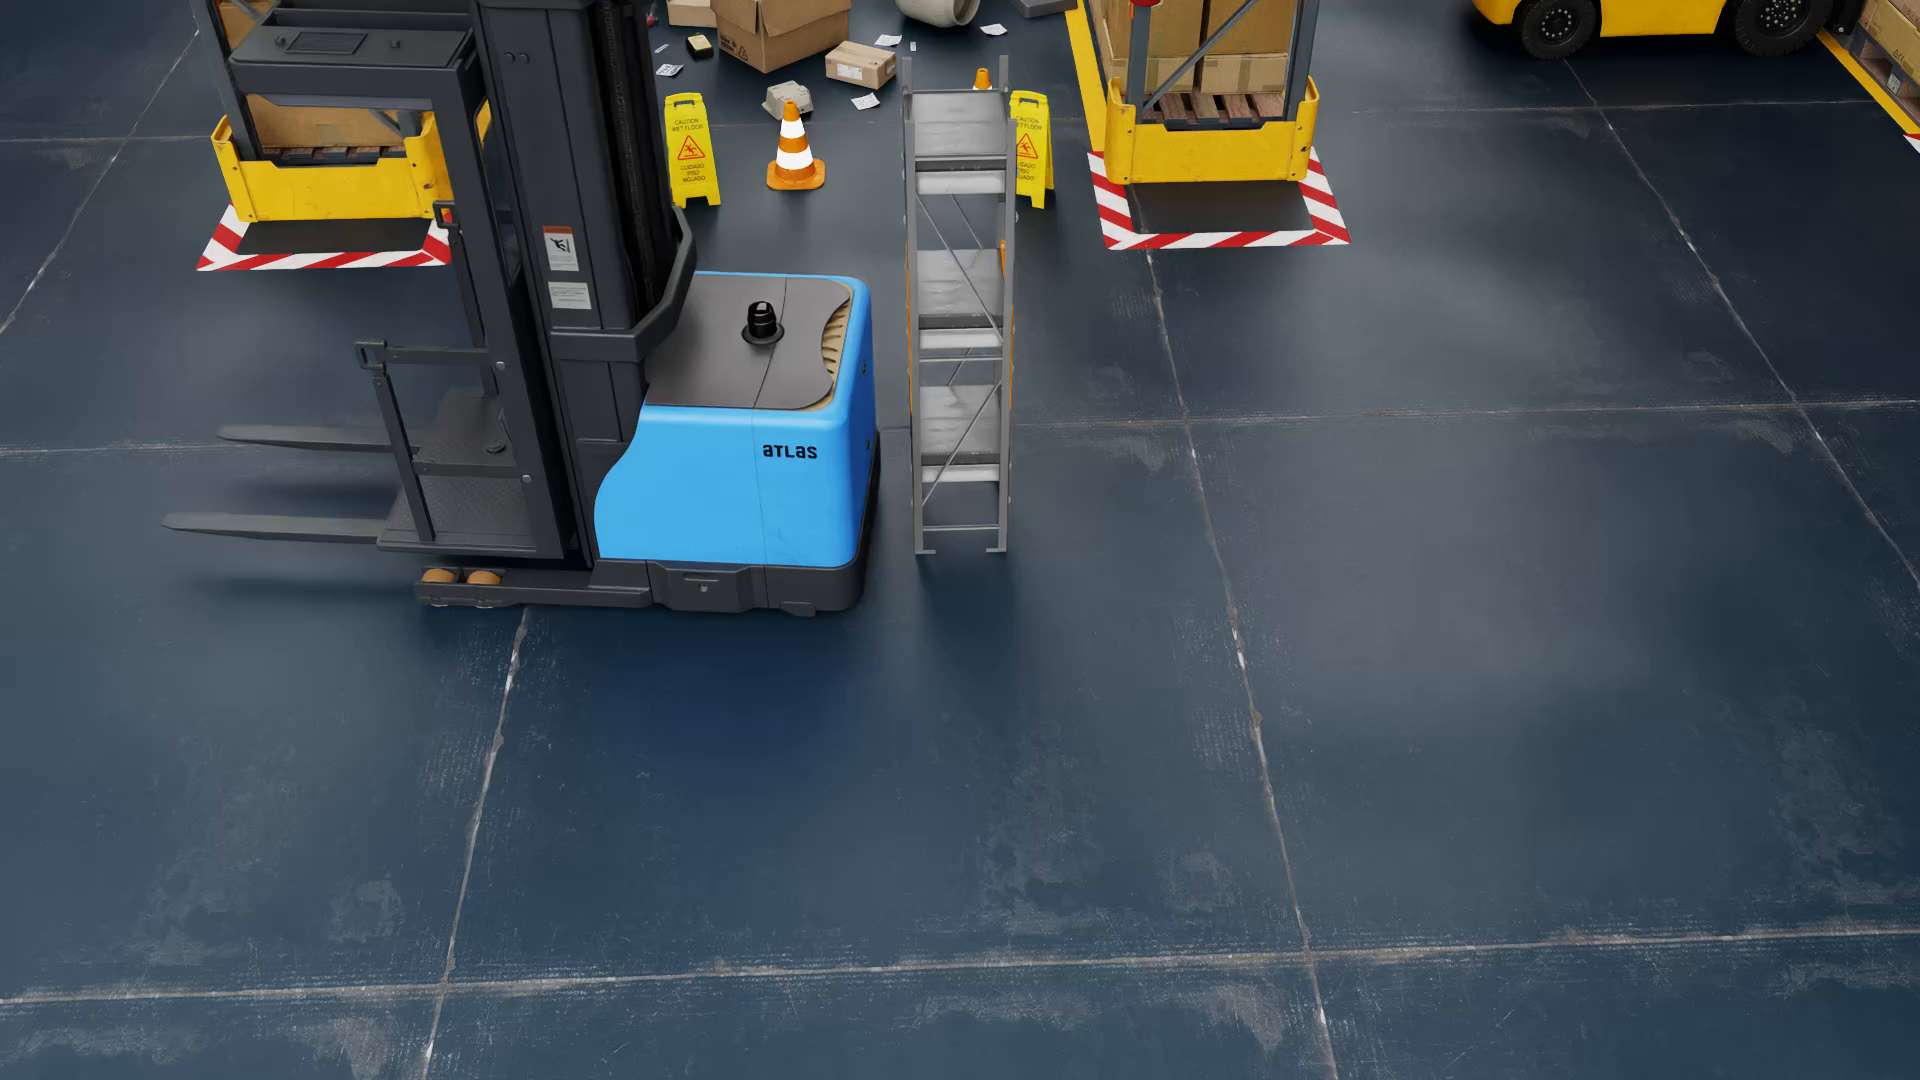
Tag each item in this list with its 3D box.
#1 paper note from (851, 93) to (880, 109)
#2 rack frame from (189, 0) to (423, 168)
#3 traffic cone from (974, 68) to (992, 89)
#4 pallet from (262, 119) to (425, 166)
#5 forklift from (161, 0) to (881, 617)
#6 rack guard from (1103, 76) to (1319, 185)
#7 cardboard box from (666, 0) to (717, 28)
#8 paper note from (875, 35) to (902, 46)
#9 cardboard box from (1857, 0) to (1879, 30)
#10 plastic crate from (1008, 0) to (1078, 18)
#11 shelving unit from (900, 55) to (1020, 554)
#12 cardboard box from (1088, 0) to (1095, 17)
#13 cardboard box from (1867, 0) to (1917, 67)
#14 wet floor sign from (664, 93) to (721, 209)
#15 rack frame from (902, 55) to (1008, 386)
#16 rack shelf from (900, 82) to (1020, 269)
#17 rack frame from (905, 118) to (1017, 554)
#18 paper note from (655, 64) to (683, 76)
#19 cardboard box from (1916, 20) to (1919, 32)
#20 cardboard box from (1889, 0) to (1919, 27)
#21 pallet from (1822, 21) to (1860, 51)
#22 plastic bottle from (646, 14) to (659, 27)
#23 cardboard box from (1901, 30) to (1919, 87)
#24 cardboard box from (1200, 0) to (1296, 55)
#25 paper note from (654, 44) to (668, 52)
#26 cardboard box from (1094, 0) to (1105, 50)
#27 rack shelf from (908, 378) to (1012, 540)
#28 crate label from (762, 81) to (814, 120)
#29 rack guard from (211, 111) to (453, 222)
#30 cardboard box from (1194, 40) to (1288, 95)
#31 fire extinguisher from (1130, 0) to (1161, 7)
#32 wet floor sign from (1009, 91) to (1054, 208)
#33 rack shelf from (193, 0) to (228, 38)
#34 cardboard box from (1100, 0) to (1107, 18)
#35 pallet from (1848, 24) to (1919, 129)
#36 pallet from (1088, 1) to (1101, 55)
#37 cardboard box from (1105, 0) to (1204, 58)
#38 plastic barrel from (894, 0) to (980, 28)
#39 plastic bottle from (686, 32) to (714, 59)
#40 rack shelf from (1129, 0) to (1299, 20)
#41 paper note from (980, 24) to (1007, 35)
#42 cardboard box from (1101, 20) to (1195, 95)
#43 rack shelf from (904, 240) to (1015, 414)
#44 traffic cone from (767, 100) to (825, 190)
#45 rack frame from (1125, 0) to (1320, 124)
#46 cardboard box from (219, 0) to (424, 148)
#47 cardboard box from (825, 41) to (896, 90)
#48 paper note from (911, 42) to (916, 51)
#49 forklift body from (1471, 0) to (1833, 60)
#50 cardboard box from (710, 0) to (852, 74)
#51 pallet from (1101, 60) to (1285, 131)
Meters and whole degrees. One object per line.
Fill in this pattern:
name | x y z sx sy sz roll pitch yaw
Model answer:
paper note | -0.586 -2.736 10.362 0.148 0.019 0.142 -16 45 -16
rack frame | -3.498 -3.039 8.496 1.000 3.000 0.127 -2 43 -2
traffic cone | 0.136 -2.568 9.859 0.336 0.463 0.334 -2 43 -2
pallet | -3.611 -2.549 10.024 1.003 0.211 1.213 -2 43 -2
forklift | -1.903 -1.142 6.477 3.031 2.935 1.130 2 43 3
rack guard | 1.440 -2.379 9.626 1.175 0.500 0.348 -2 43 -2
cardboard box | -1.755 -3.624 11.157 0.396 0.266 0.258 5 43 6
paper note | -0.472 -3.310 10.996 0.148 0.019 0.142 12 44 13
cardboard box | 6.042 -3.518 10.742 0.500 0.250 0.500 -1 43 -1
plastic crate | 0.520 -3.790 11.476 0.402 0.080 0.583 -16 45 -16
shelving unit | -0.007 -0.886 6.812 0.431 2.100 0.503 -2 43 -2
cardboard box | 1.098 -3.632 10.866 0.500 0.250 0.500 -3 43 -3
cardboard box | 6.055 -3.180 10.373 0.500 0.250 0.500 -2 43 -2
wet floor sign | -1.519 -2.209 9.332 0.267 0.644 0.232 -8 43 -9
rack frame | -0.017 -1.051 6.992 0.400 2.100 0.015 -2 43 -2
rack shelf | -0.007 -1.392 6.348 0.431 0.518 0.480 -2 43 -2
rack frame | 0.003 -0.721 6.632 0.400 2.100 0.015 -2 43 -2
paper note | -1.867 -3.023 10.677 0.144 0.017 0.142 12 44 13
cardboard box | 6.069 -3.040 9.850 0.500 0.250 0.500 -2 43 -2
cardboard box | 6.058 -3.379 10.220 0.500 0.250 0.500 -2 43 -2
pallet | 6.279 -3.703 11.284 1.003 0.211 1.213 -2 43 -2
plastic bottle | -2.170 -3.482 11.153 0.283 0.061 0.133 -16 45 -16
cardboard box | 6.066 -2.844 10.007 0.500 0.250 0.500 -1 43 -1
cardboard box | 1.683 -3.236 9.879 0.500 0.500 0.500 -3 43 -3
paper note | -1.958 -3.227 10.912 0.032 0.001 0.123 19 46 20
cardboard box | 1.126 -3.279 10.481 0.500 0.250 0.500 -1 43 -2
rack shelf | -0.007 -0.360 7.294 0.431 0.518 0.480 -2 43 -2
crate label | -1.054 -2.715 10.261 0.250 0.136 0.298 -23 47 -23
rack guard | -3.497 -2.102 9.323 1.175 0.500 0.348 -2 43 -2
cardboard box | 1.685 -2.943 10.115 0.500 0.250 0.500 -2 43 -2
fire extinguisher | 0.987 -3.131 8.652 0.296 0.674 0.183 -2 43 -2
wet floor sign | 0.382 -2.223 9.347 0.267 0.644 0.232 12 44 13
rack shelf | -3.583 -4.124 10.212 1.077 0.370 4.000 -2 43 -2
cardboard box | 1.123 -3.553 10.225 0.500 0.500 0.500 0 43 0
pallet | 6.328 -2.882 10.387 1.003 0.211 1.213 -2 43 -2
pallet | 1.392 -3.644 11.219 1.003 0.211 1.213 -2 43 -2
cardboard box | 1.148 -3.201 9.841 0.500 0.500 0.500 -1 43 -2
plastic barrel | -0.158 -3.651 11.069 0.512 0.421 0.421 27 49 27
plastic bottle | -1.716 -3.248 10.898 0.133 0.061 0.283 -16 45 -16
rack shelf | 1.358 -4.335 10.441 1.077 0.370 4.000 -2 43 -2
paper note | 0.228 -3.412 11.100 0.142 0.019 0.148 -16 45 -16
cardboard box | 1.139 -2.945 10.117 0.500 0.250 0.500 -2 43 -2
rack shelf | -0.007 -0.876 6.821 0.431 0.518 0.480 -2 43 -2
traffic cone | -0.959 -2.306 9.573 0.336 0.463 0.334 -2 43 -2
rack frame | 1.443 -3.250 8.725 1.000 3.000 0.127 -2 43 -2
cardboard box | -3.593 -2.867 9.569 0.875 0.875 0.875 -1 43 -2
cardboard box | -0.631 -3.025 10.590 0.380 0.149 0.250 19 46 20
paper note | -0.308 -3.247 10.935 0.032 0.001 0.123 -2 43 -2
forklift body | 4.499 -4.310 10.509 2.313 2.155 1.214 -2 43 -2
cardboard box | -1.161 -3.443 10.783 0.797 0.503 0.637 -32 51 -30
pallet | 1.440 -2.822 10.323 1.003 0.211 1.213 -2 43 -2
